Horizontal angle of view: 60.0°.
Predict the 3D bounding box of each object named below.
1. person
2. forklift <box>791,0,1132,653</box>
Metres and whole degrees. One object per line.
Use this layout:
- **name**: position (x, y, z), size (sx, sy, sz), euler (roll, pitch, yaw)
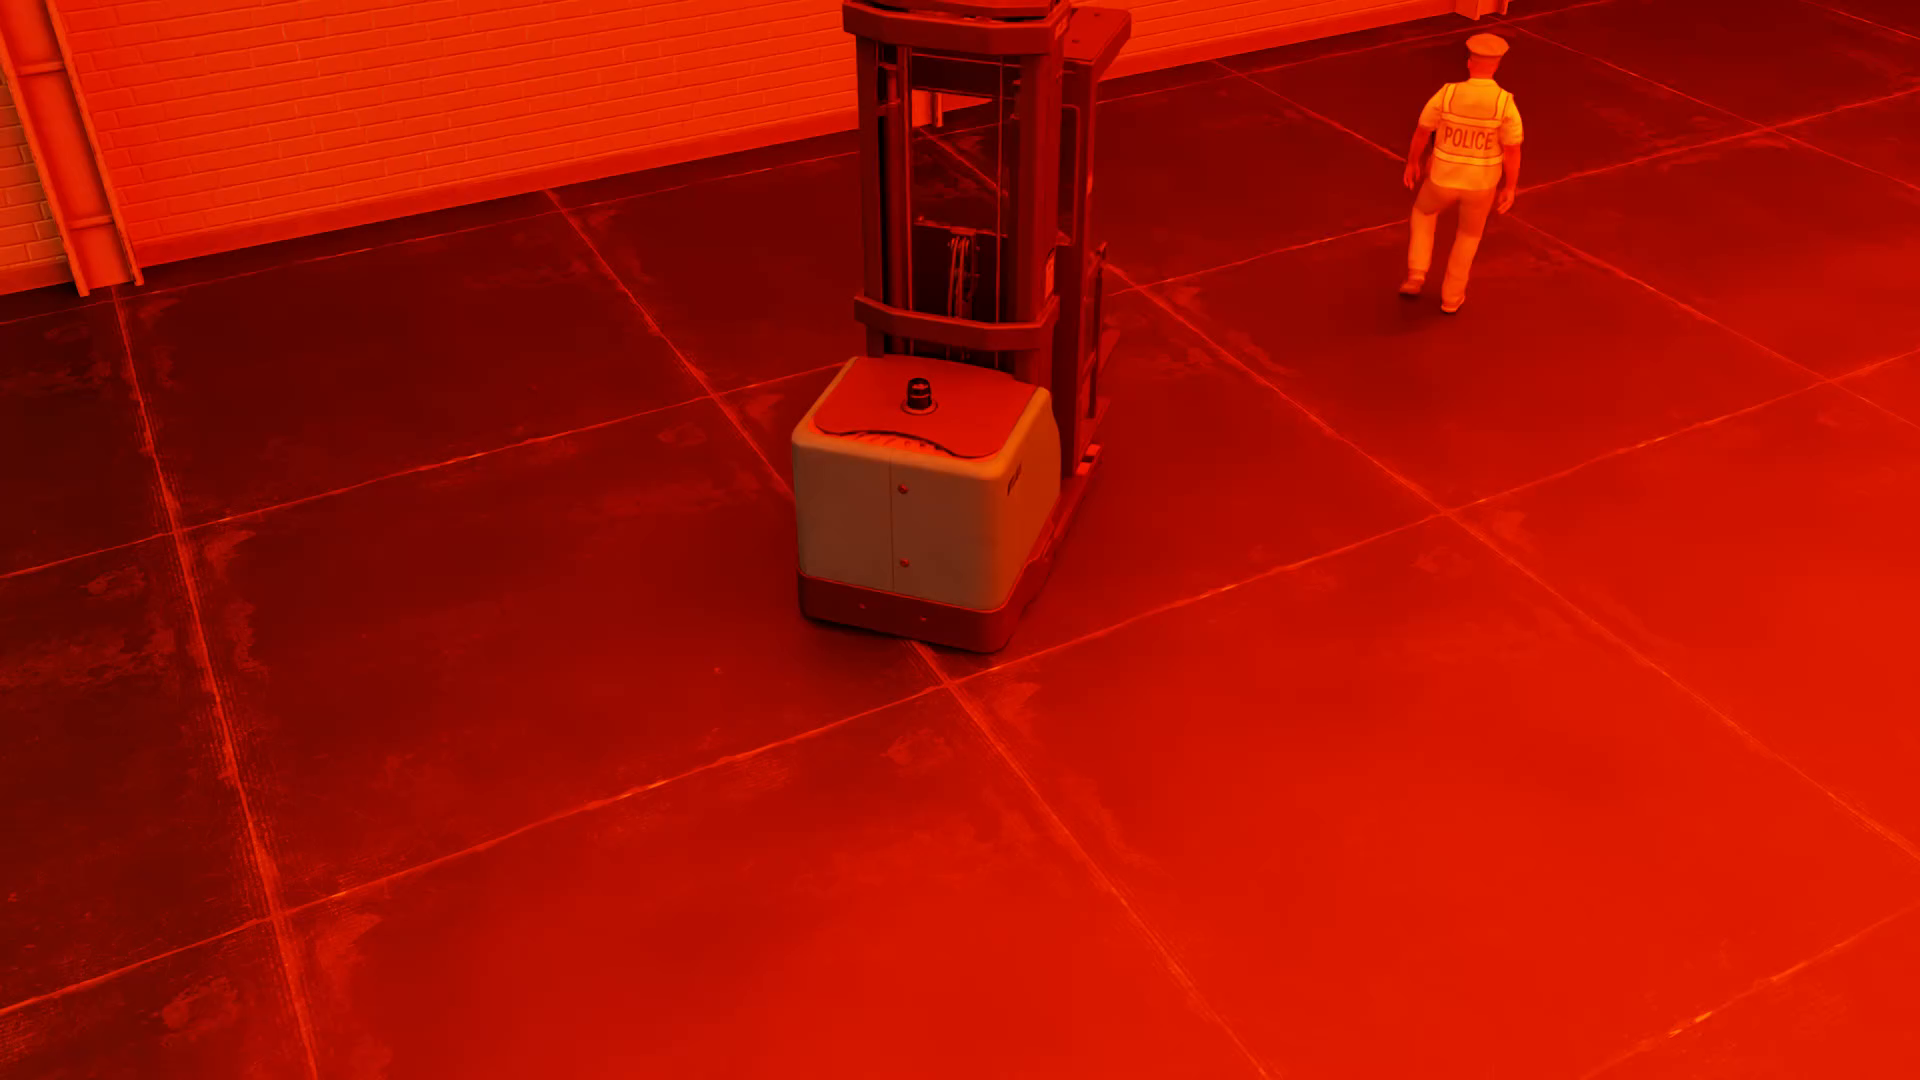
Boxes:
- **person**: position (3.129, -2.283, 10.393), size (0.682, 1.734, 0.485), euler (11, 37, 15)
- **forklift**: position (0.166, -1.519, 8.271), size (1.130, 2.935, 3.031), euler (11, 37, 15)
